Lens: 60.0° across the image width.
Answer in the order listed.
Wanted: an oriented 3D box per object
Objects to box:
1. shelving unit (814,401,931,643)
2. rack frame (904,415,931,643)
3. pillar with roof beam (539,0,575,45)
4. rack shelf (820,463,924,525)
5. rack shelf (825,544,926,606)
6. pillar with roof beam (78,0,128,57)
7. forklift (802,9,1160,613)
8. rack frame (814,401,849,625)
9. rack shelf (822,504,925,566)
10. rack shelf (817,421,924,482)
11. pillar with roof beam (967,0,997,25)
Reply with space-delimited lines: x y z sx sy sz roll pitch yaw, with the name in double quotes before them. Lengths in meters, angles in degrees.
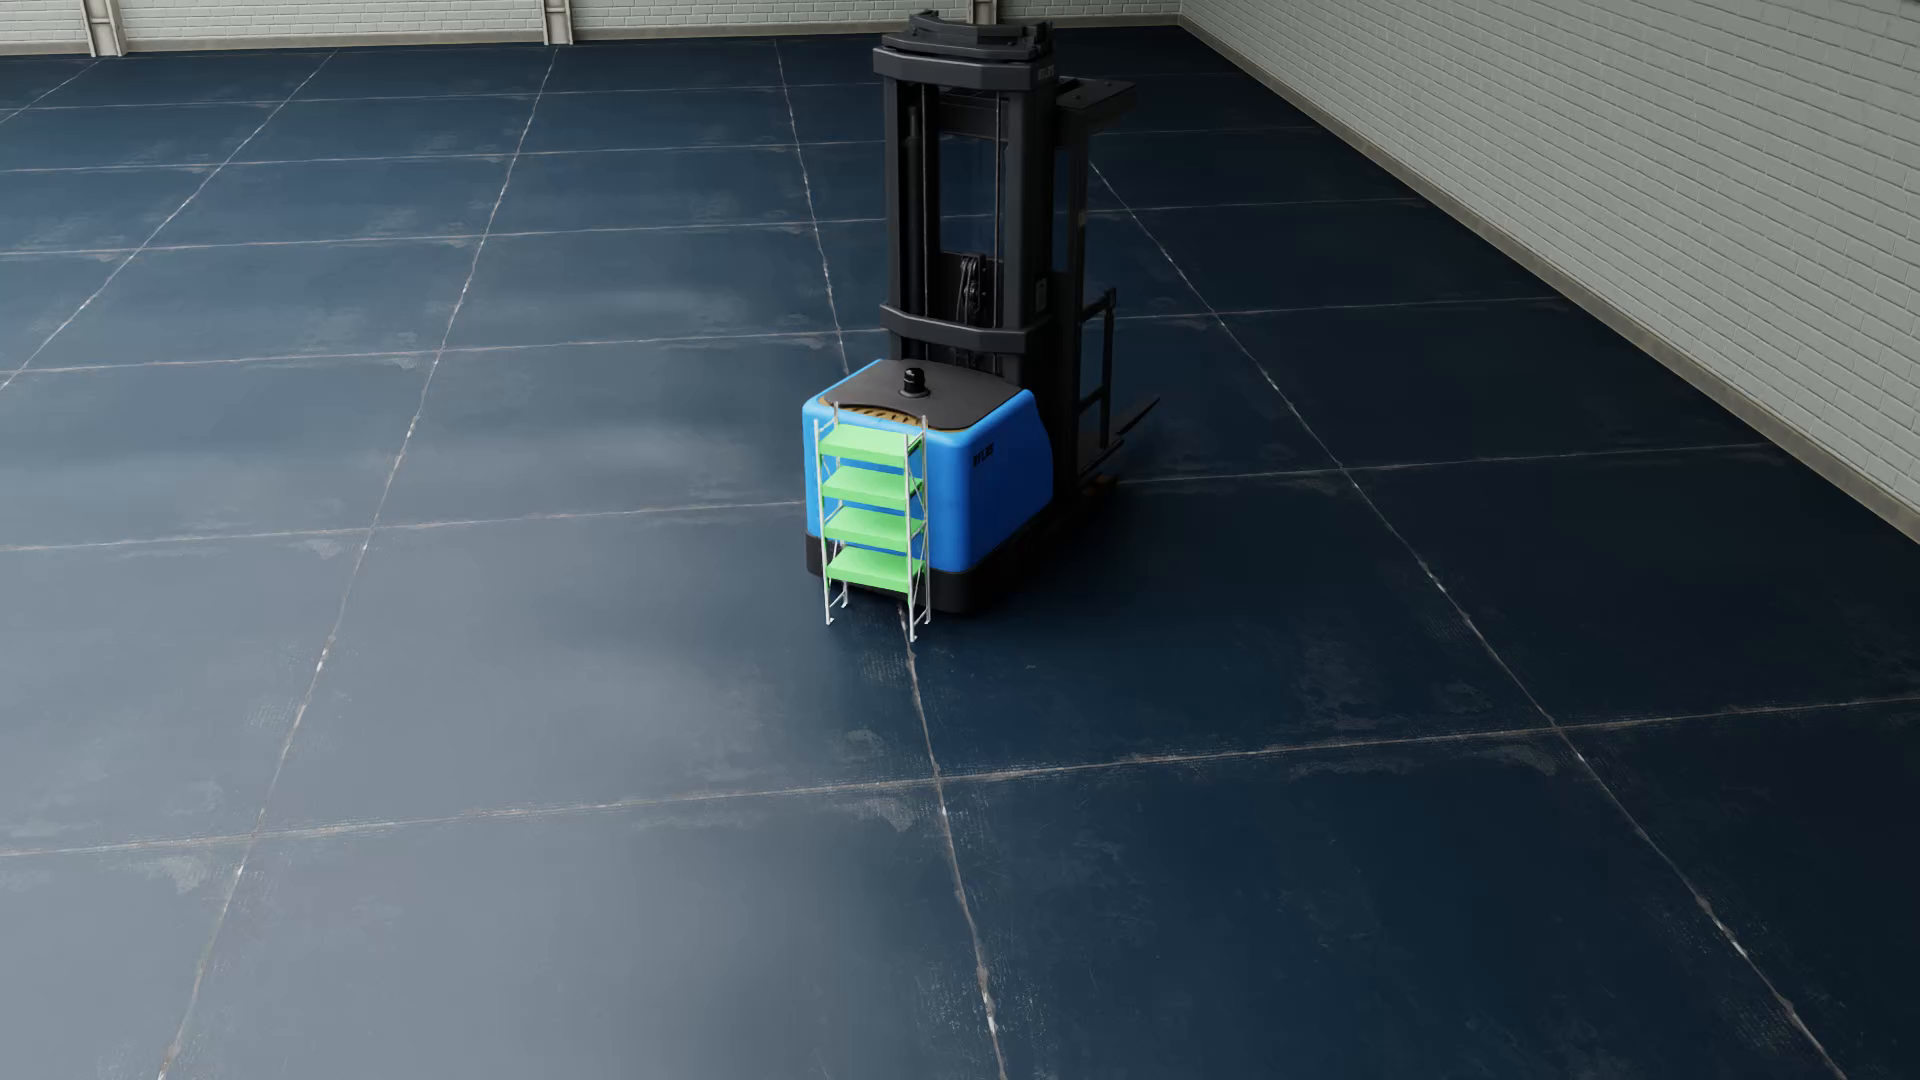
"shelving unit" -0.441 -0.085 8.592 0.503 1.200 0.258 11 31 20
"rack frame" -0.215 -0.043 8.510 0.015 1.200 0.240 11 31 20
"pillar with roof beam" -5.029 -9.053 17.536 0.400 9.000 9.100 -4 27 -7
"rack shelf" -0.444 -0.239 8.506 0.480 0.148 0.258 11 31 20
"rack shelf" -0.437 0.181 8.739 0.480 0.148 0.258 11 31 20
"pillar with roof beam" -10.970 -8.671 16.793 0.400 9.000 9.100 -4 27 -7
"forklift" 0.309 -1.552 9.565 1.130 2.935 3.031 14 31 26
"rack frame" -0.667 -0.127 8.673 0.015 1.200 0.240 11 31 20
"rack shelf" -0.441 -0.029 8.623 0.480 0.148 0.258 11 31 20
"rack shelf" -0.447 -0.449 8.390 0.480 0.148 0.258 11 31 20
"pillar with roof beam" 0.913 -9.435 18.280 0.400 9.000 9.100 -4 27 -7
